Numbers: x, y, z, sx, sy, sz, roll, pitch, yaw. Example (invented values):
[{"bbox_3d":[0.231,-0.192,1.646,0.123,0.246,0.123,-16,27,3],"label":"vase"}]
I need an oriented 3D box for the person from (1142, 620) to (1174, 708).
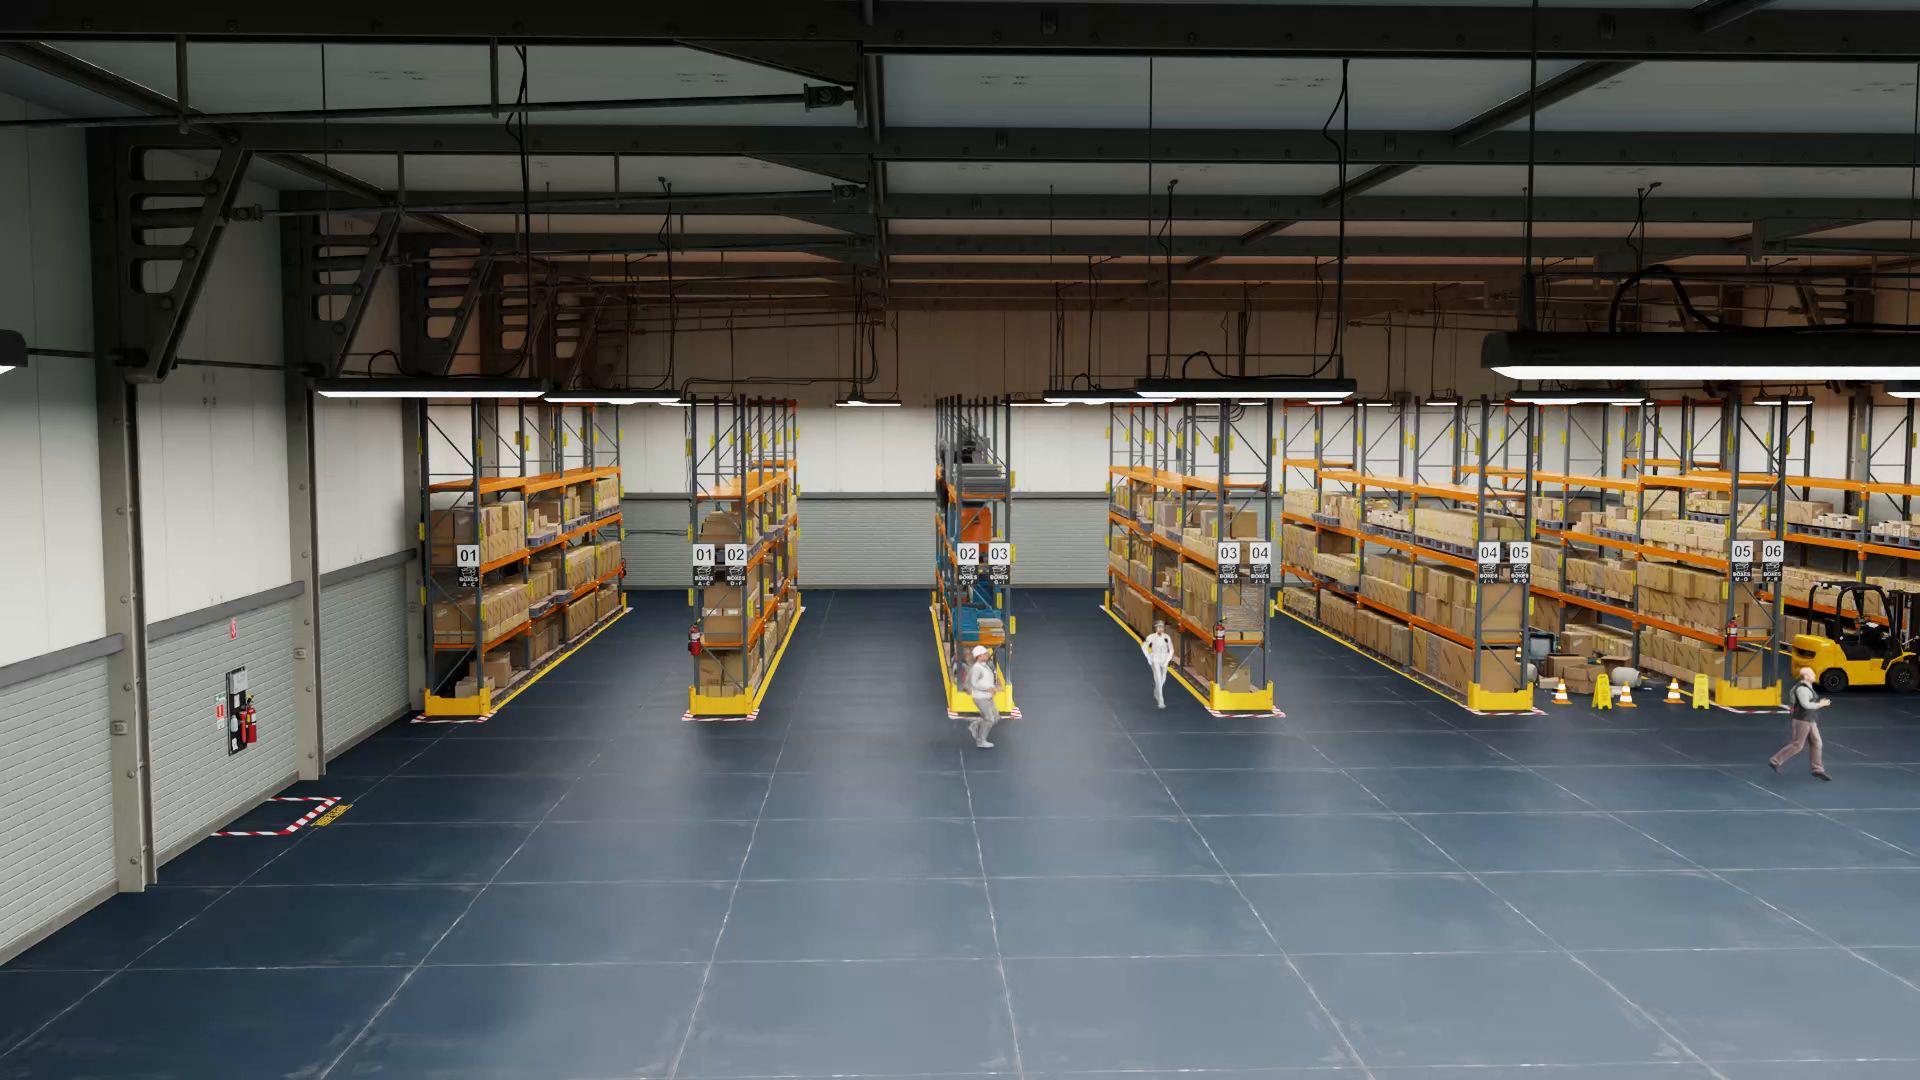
[{"bbox_3d":[3.827,2.373,32.162,0.624,1.695,0.747,-1,5,-7],"label":"person"}]

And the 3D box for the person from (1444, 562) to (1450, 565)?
[{"bbox_3d":[14.582,1.108,49.342,0.816,1.502,0.677,1,5,9],"label":"person"}]

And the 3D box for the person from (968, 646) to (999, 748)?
[{"bbox_3d":[0.400,2.647,28.126,0.603,1.722,0.655,2,5,19],"label":"person"}]

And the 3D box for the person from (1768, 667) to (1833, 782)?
[{"bbox_3d":[12.981,2.826,25.618,0.893,1.750,0.674,3,5,34],"label":"person"}]
